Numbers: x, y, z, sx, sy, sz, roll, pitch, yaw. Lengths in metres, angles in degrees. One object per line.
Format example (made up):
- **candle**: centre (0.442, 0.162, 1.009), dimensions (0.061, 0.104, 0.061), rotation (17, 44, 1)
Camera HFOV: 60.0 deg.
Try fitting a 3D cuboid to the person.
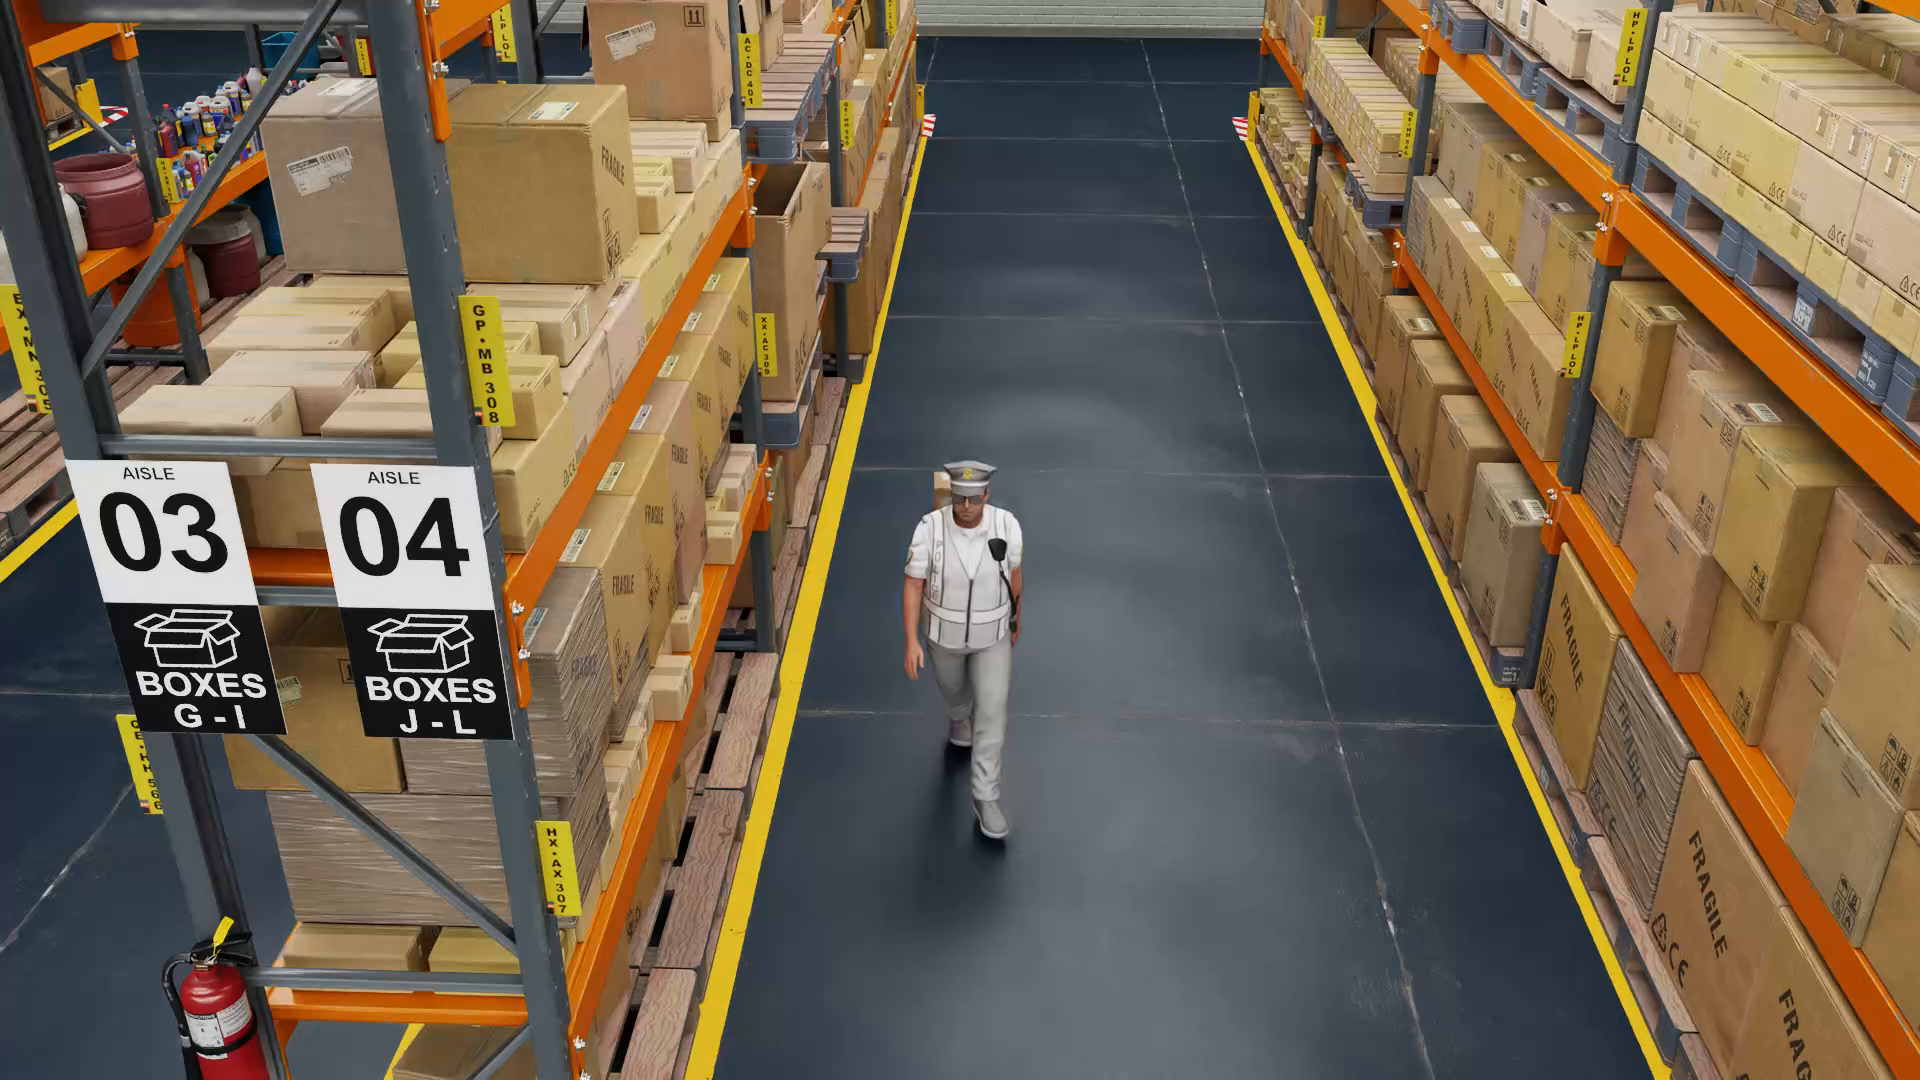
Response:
- **person**: centre (0.012, 0.421, 7.784), dimensions (0.557, 1.707, 1.077), rotation (1, 28, 1)
